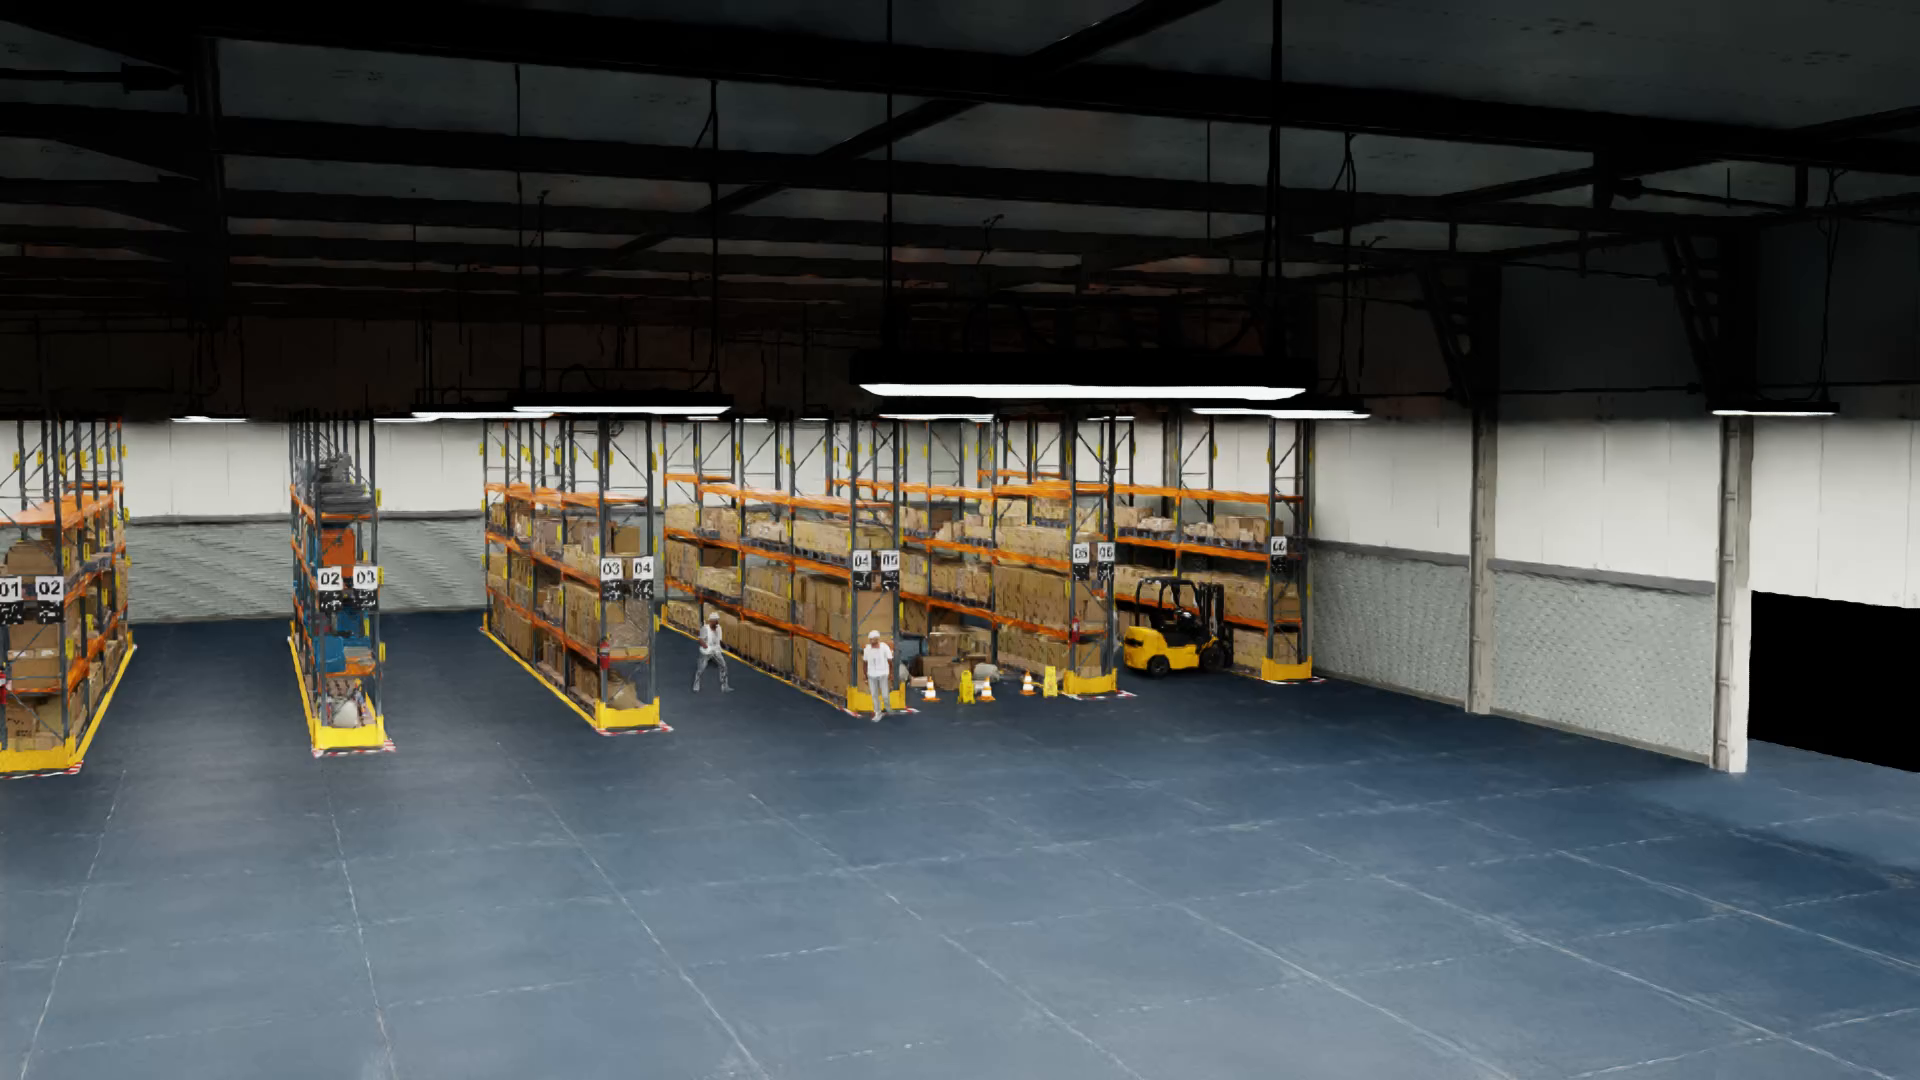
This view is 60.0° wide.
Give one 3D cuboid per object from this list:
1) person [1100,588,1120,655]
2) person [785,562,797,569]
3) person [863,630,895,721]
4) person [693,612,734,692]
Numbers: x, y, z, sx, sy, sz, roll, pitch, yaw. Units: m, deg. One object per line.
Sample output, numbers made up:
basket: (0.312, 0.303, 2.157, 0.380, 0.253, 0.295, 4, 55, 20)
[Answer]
person: (3.677, 2.002, 41.145, 0.551, 1.657, 0.598, 0, 4, 4)
person: (-5.042, 1.367, 49.510, 0.539, 1.790, 0.652, -4, 5, -41)
person: (-1.569, 2.599, 32.132, 0.615, 1.759, 0.578, 1, 4, 14)
person: (-5.306, 2.379, 35.393, 0.701, 1.717, 0.849, -3, 5, -40)
